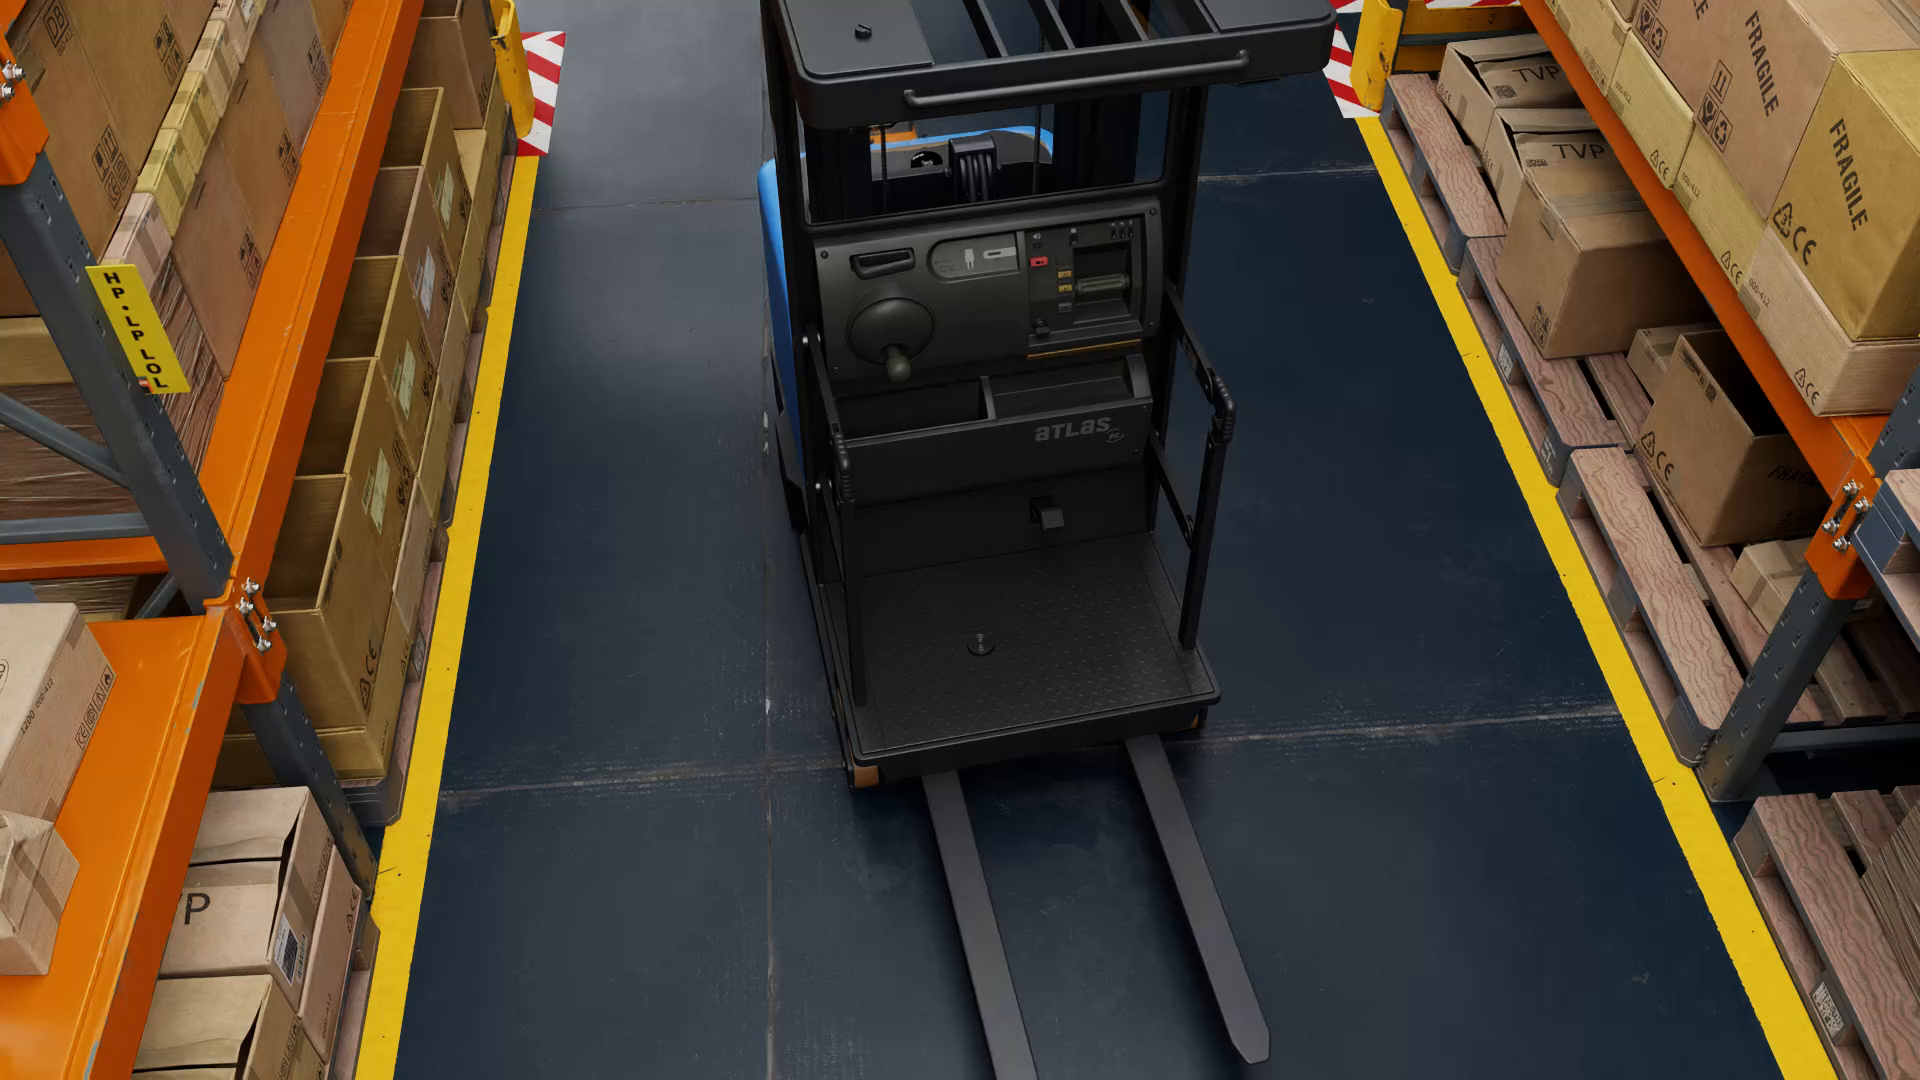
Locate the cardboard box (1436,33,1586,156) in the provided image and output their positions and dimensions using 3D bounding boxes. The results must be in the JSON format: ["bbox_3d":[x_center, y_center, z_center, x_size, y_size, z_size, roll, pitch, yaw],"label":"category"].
[{"bbox_3d":[2.380,-1.926,7.057,0.500,0.311,0.500,-8,47,-8],"label":"cardboard box"}]

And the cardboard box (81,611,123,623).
[{"bbox_3d":[-2.446,0.472,4.842,0.500,0.250,0.500,-3,47,-3],"label":"cardboard box"}]

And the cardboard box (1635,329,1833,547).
[{"bbox_3d":[2.620,-0.351,5.435,0.500,0.500,0.500,-7,47,-6],"label":"cardboard box"}]

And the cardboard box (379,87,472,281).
[{"bbox_3d":[-2.084,-1.265,5.971,0.500,0.500,0.500,-3,47,-3],"label":"cardboard box"}]

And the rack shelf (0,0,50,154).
[{"bbox_3d":[-2.356,-2.238,4.233,1.077,0.370,4.000,-3,47,-3],"label":"rack shelf"}]

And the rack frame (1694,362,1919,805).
[{"bbox_3d":[2.747,-0.311,3.979,1.000,3.000,0.127,-3,47,-3],"label":"rack frame"}]

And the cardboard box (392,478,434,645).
[{"bbox_3d":[-1.962,0.078,5.215,0.500,0.250,0.500,-3,47,-3],"label":"cardboard box"}]

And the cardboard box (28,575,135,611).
[{"bbox_3d":[-2.476,-0.149,4.913,0.500,0.500,0.500,-3,47,-3],"label":"cardboard box"}]

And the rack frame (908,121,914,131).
[{"bbox_3d":[-0.261,-1.172,6.137,0.200,1.050,0.008,-9,47,-8],"label":"rack frame"}]

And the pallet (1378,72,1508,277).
[{"bbox_3d":[2.451,-1.601,7.121,1.003,0.211,1.213,-3,47,-3],"label":"pallet"}]

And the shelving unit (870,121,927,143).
[{"bbox_3d":[-0.235,-1.085,6.055,0.215,1.050,0.252,-9,47,-8],"label":"shelving unit"}]

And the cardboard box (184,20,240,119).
[{"bbox_3d":[-2.105,-1.210,4.314,0.380,0.149,0.250,-5,47,-5],"label":"cardboard box"}]

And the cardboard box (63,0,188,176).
[{"bbox_3d":[-2.276,-1.174,3.833,0.700,0.500,0.500,-4,47,-3],"label":"cardboard box"}]

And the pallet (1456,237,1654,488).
[{"bbox_3d":[2.550,-0.721,6.287,1.003,0.211,1.213,-3,47,-3],"label":"pallet"}]

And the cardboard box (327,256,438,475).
[{"bbox_3d":[-2.000,-0.542,5.285,0.500,0.500,0.500,-3,47,-3],"label":"cardboard box"}]

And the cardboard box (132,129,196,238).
[{"bbox_3d":[-2.063,-0.839,3.963,0.380,0.149,0.250,-5,47,-4],"label":"cardboard box"}]

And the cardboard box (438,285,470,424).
[{"bbox_3d":[-2.047,-0.646,5.900,0.500,0.250,0.500,-3,47,-3],"label":"cardboard box"}]

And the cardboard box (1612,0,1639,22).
[{"bbox_3d":[2.276,-1.949,5.103,0.500,0.500,0.500,-2,47,-2],"label":"cardboard box"}]

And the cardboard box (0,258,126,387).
[{"bbox_3d":[-2.018,-0.471,3.614,0.380,0.149,0.250,-4,47,-3],"label":"cardboard box"}]

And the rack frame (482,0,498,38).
[{"bbox_3d":[-2.524,-2.901,6.432,1.000,3.000,0.127,-3,47,-3],"label":"rack frame"}]

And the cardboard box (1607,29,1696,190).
[{"bbox_3d":[2.314,-1.314,5.018,0.500,0.250,0.500,-4,47,-4],"label":"cardboard box"}]

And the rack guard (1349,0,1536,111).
[{"bbox_3d":[2.419,-2.290,7.575,1.175,0.500,0.348,-3,47,-3],"label":"rack guard"}]

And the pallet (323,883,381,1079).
[{"bbox_3d":[-2.088,1.482,4.201,1.003,0.211,1.213,-3,47,-3],"label":"pallet"}]

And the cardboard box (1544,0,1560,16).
[{"bbox_3d":[2.231,-2.044,5.710,0.500,0.250,0.500,-4,47,-4],"label":"cardboard box"}]

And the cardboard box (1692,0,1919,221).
[{"bbox_3d":[2.352,-1.208,4.401,0.500,0.500,0.500,-4,47,-4],"label":"cardboard box"}]

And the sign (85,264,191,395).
[{"bbox_3d":[-1.649,-0.418,3.337,0.100,0.325,0.005,-3,47,-3],"label":"sign"}]

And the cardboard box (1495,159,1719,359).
[{"bbox_3d":[2.440,-1.044,6.092,0.700,0.500,0.500,-6,47,-6],"label":"cardboard box"}]

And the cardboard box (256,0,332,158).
[{"bbox_3d":[-2.365,-1.477,5.014,0.700,0.500,0.500,-2,47,-2],"label":"cardboard box"}]

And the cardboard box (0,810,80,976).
[{"bbox_3d":[-1.932,0.664,3.148,0.396,0.266,0.258,-5,47,-4],"label":"cardboard box"}]

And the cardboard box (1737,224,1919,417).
[{"bbox_3d":[2.405,-0.590,4.333,0.500,0.250,0.500,-3,47,-3],"label":"cardboard box"}]

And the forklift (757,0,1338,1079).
[{"bbox_3d":[0.134,-0.563,4.265,1.130,2.935,3.031,-9,47,-8],"label":"forklift"}]

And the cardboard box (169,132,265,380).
[{"bbox_3d":[-2.283,-0.743,4.319,0.700,0.500,0.500,-4,47,-4],"label":"cardboard box"}]

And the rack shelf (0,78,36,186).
[{"bbox_3d":[-2.022,0.656,1.492,1.077,0.370,4.000,-3,47,-3],"label":"rack shelf"}]

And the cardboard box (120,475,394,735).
[{"bbox_3d":[-1.916,0.182,4.600,0.500,0.500,0.500,-3,47,-3],"label":"cardboard box"}]

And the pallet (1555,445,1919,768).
[{"bbox_3d":[2.656,0.164,5.449,1.003,0.211,1.213,-3,47,-3],"label":"pallet"}]

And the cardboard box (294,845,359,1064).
[{"bbox_3d":[-1.865,1.076,4.269,0.500,0.250,0.500,-4,47,-4],"label":"cardboard box"}]

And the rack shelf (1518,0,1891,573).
[{"bbox_3d":[2.580,-1.511,5.610,1.077,0.370,4.000,-3,47,-3],"label":"rack shelf"}]

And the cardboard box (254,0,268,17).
[{"bbox_3d":[-2.152,-1.591,4.675,0.380,0.149,0.250,-4,47,-4],"label":"cardboard box"}]

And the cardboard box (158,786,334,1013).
[{"bbox_3d":[-1.869,0.877,4.072,0.500,0.311,0.500,-3,47,-3],"label":"cardboard box"}]

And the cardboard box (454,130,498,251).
[{"bbox_3d":[-2.131,-1.369,6.585,0.500,0.250,0.500,-3,47,-3],"label":"cardboard box"}]

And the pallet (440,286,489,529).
[{"bbox_3d":[-2.319,-0.511,6.088,1.003,0.211,1.213,-3,47,-3],"label":"pallet"}]
